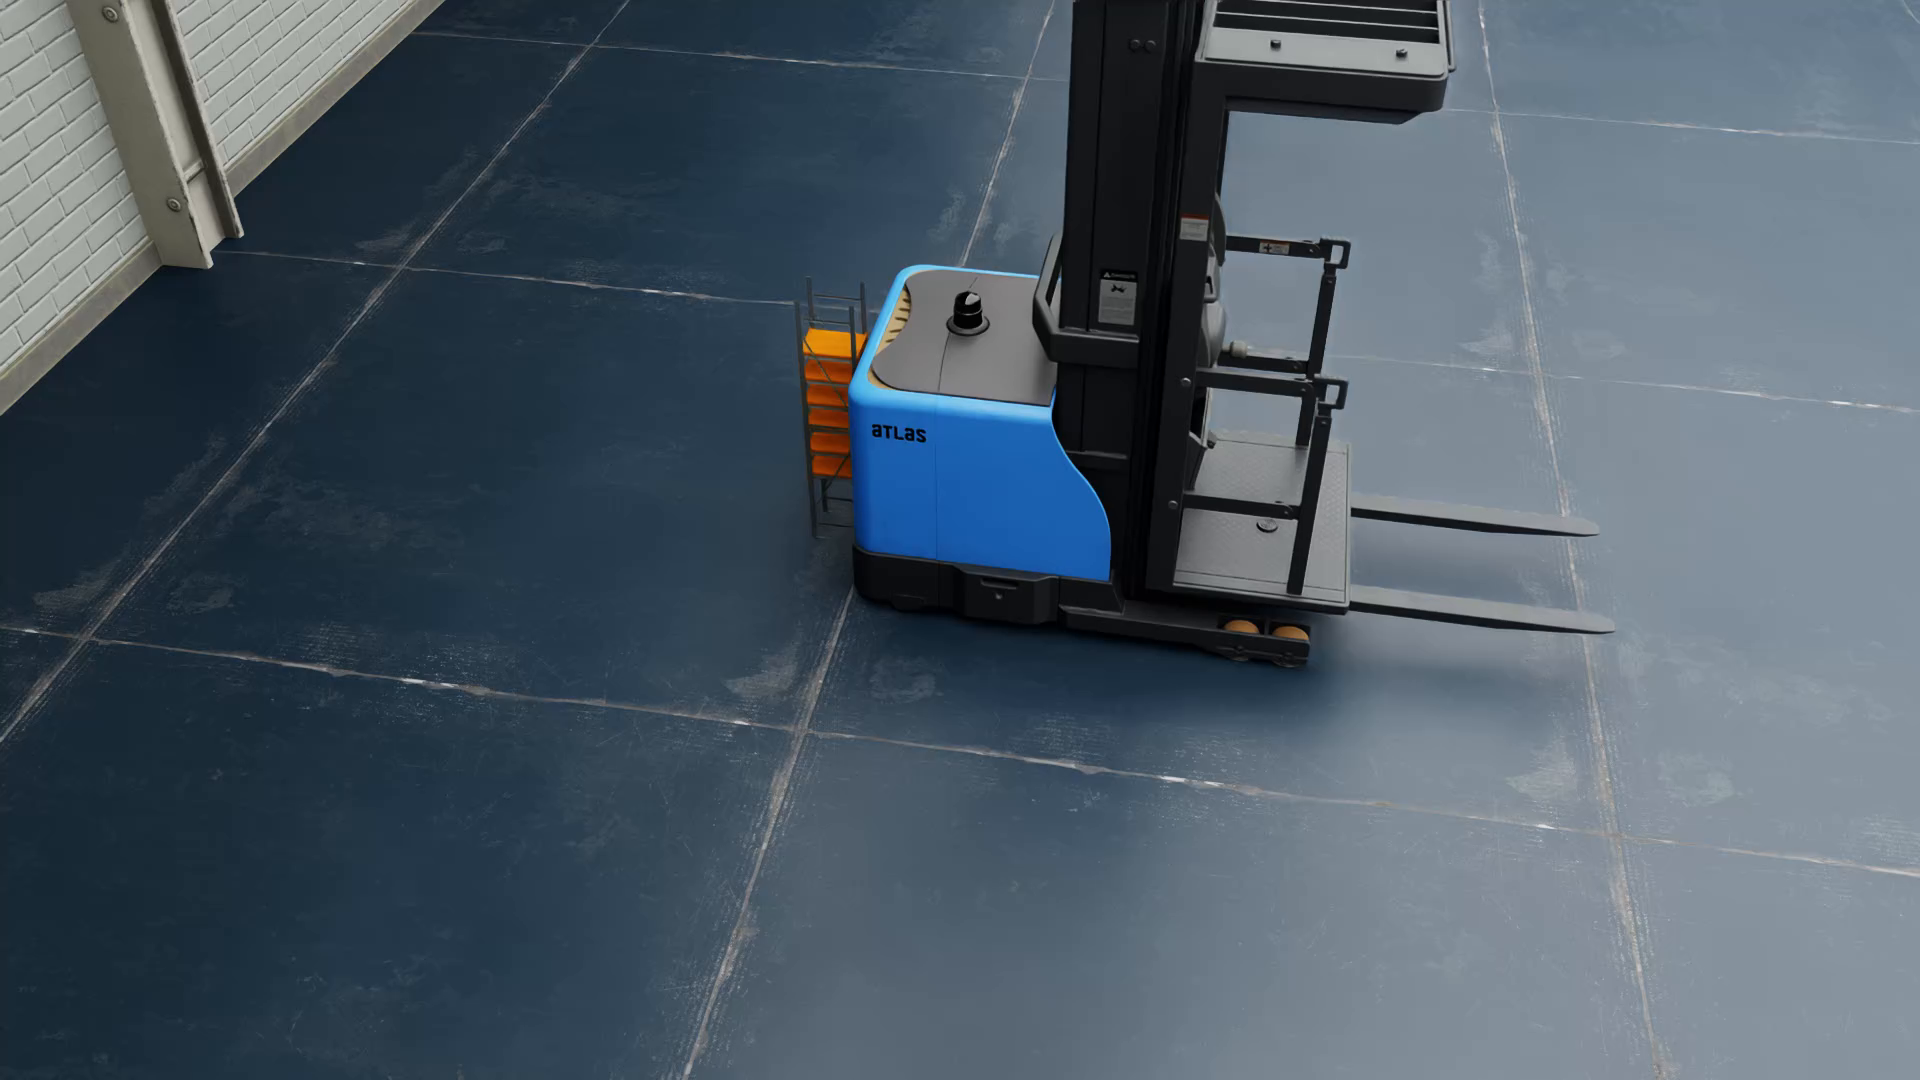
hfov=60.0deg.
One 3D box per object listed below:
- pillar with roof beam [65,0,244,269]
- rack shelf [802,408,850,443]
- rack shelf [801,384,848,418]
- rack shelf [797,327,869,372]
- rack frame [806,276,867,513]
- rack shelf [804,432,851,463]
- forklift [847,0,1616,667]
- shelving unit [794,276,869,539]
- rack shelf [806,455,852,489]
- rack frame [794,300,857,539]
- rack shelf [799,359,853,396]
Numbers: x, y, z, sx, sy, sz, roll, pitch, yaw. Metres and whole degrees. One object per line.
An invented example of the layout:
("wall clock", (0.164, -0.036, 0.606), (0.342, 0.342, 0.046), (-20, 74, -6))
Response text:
("pillar with roof beam", (0.041, -4.607, 5.760), (9.100, 9.000, 0.400), (6, 40, 8))
("rack shelf", (-0.510, -0.483, 6.961), (0.258, 0.103, 0.180), (7, 40, 8))
("rack shelf", (-0.510, -0.576, 6.885), (0.258, 0.103, 0.180), (7, 40, 8))
("rack shelf", (-0.512, -0.761, 6.732), (0.258, 0.103, 0.180), (7, 40, 8))
("rack frame", (-0.493, -0.575, 7.002), (0.240, 1.200, 0.006), (7, 40, 8))
("rack shelf", (-0.509, -0.390, 7.038), (0.258, 0.103, 0.180), (7, 40, 8))
("forklift", (1.127, -0.992, 6.150), (3.031, 2.935, 1.130), (7, 40, 8))
("shelving unit", (-0.510, -0.517, 6.933), (0.258, 1.200, 0.189), (7, 40, 8))
("rack shelf", (-0.509, -0.298, 7.114), (0.258, 0.103, 0.180), (7, 40, 8))
("rack frame", (-0.527, -0.460, 6.864), (0.240, 1.200, 0.006), (7, 40, 8))
("rack shelf", (-0.511, -0.668, 6.809), (0.258, 0.103, 0.180), (7, 40, 8))
